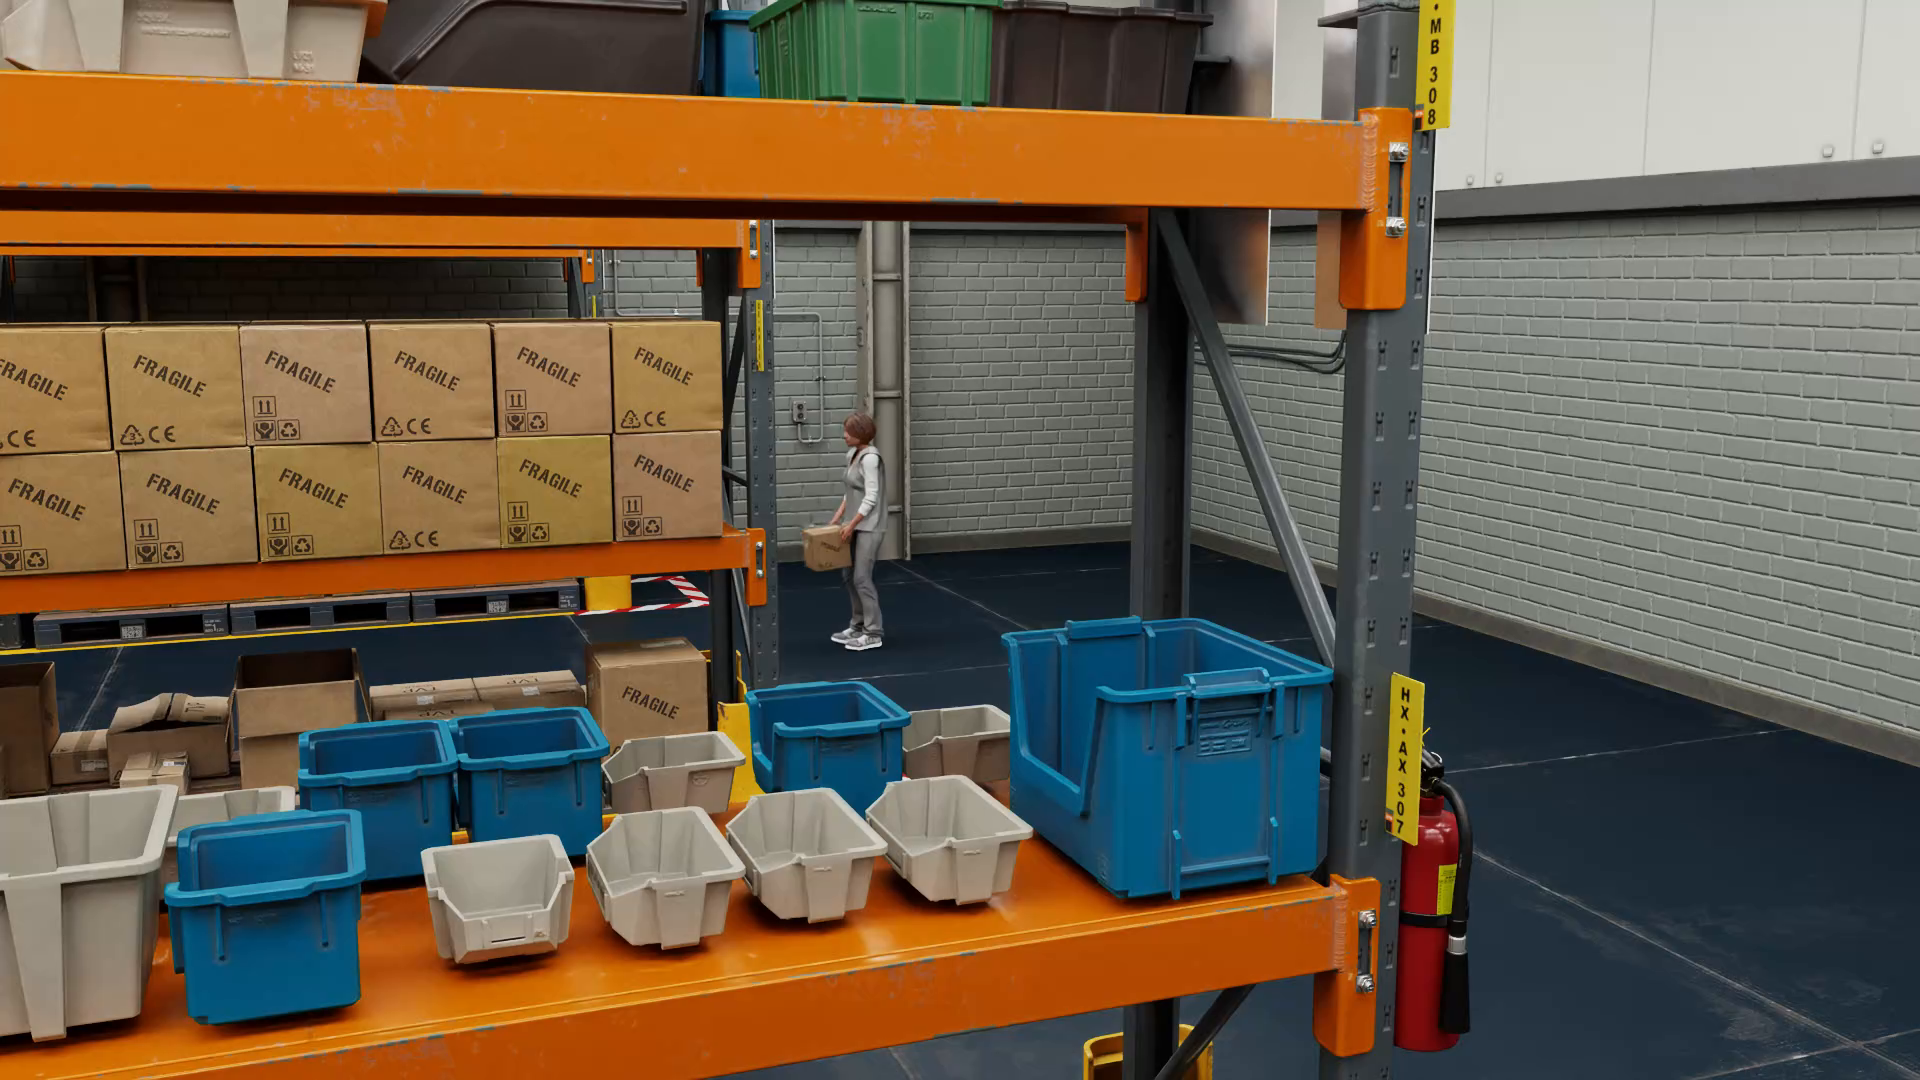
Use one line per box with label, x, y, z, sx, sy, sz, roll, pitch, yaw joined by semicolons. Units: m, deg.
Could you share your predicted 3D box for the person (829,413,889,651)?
person;-0.685;-0.056;11.275;0.371;1.585;0.445;-4;10;-22
